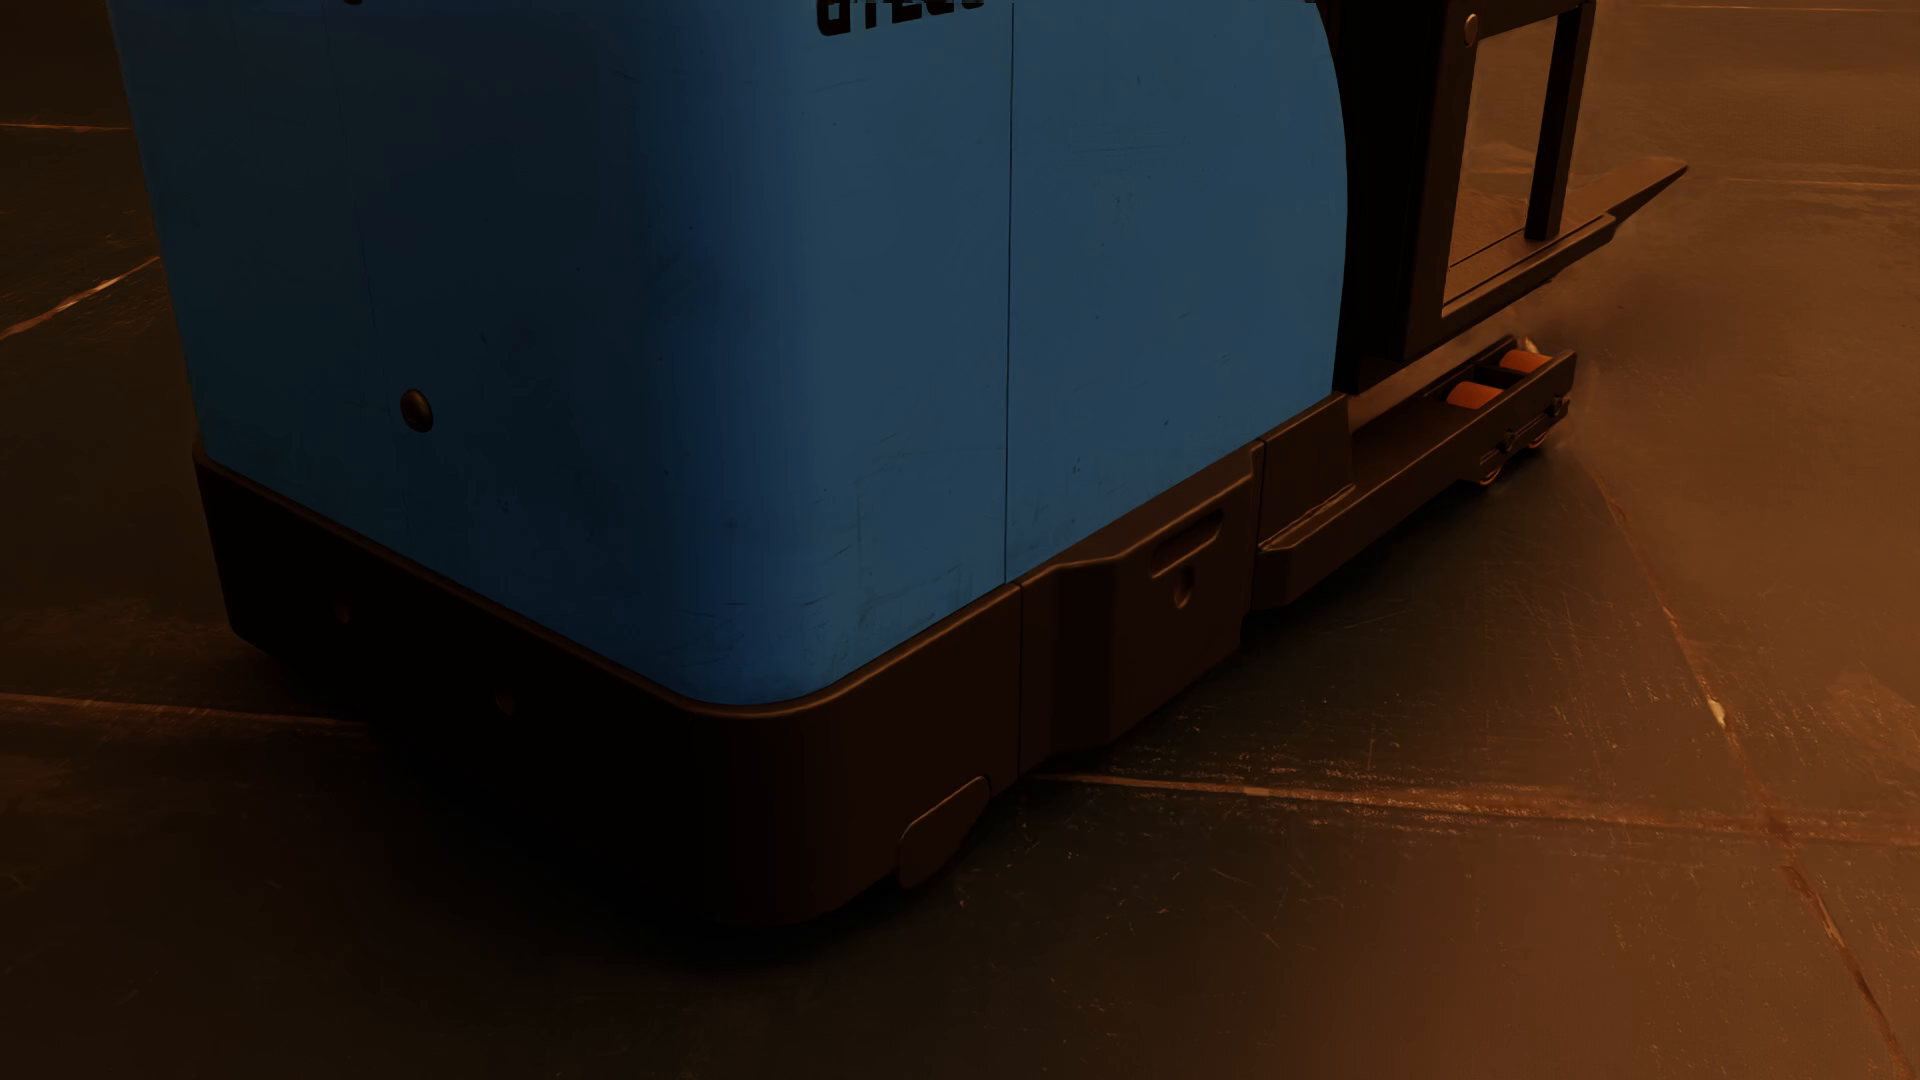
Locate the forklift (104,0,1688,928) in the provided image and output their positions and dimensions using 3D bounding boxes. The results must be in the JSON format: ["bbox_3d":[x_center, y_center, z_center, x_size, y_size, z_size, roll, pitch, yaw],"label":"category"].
[{"bbox_3d":[0.384,-1.525,2.274,1.130,2.935,3.031,20,33,35],"label":"forklift"}]
